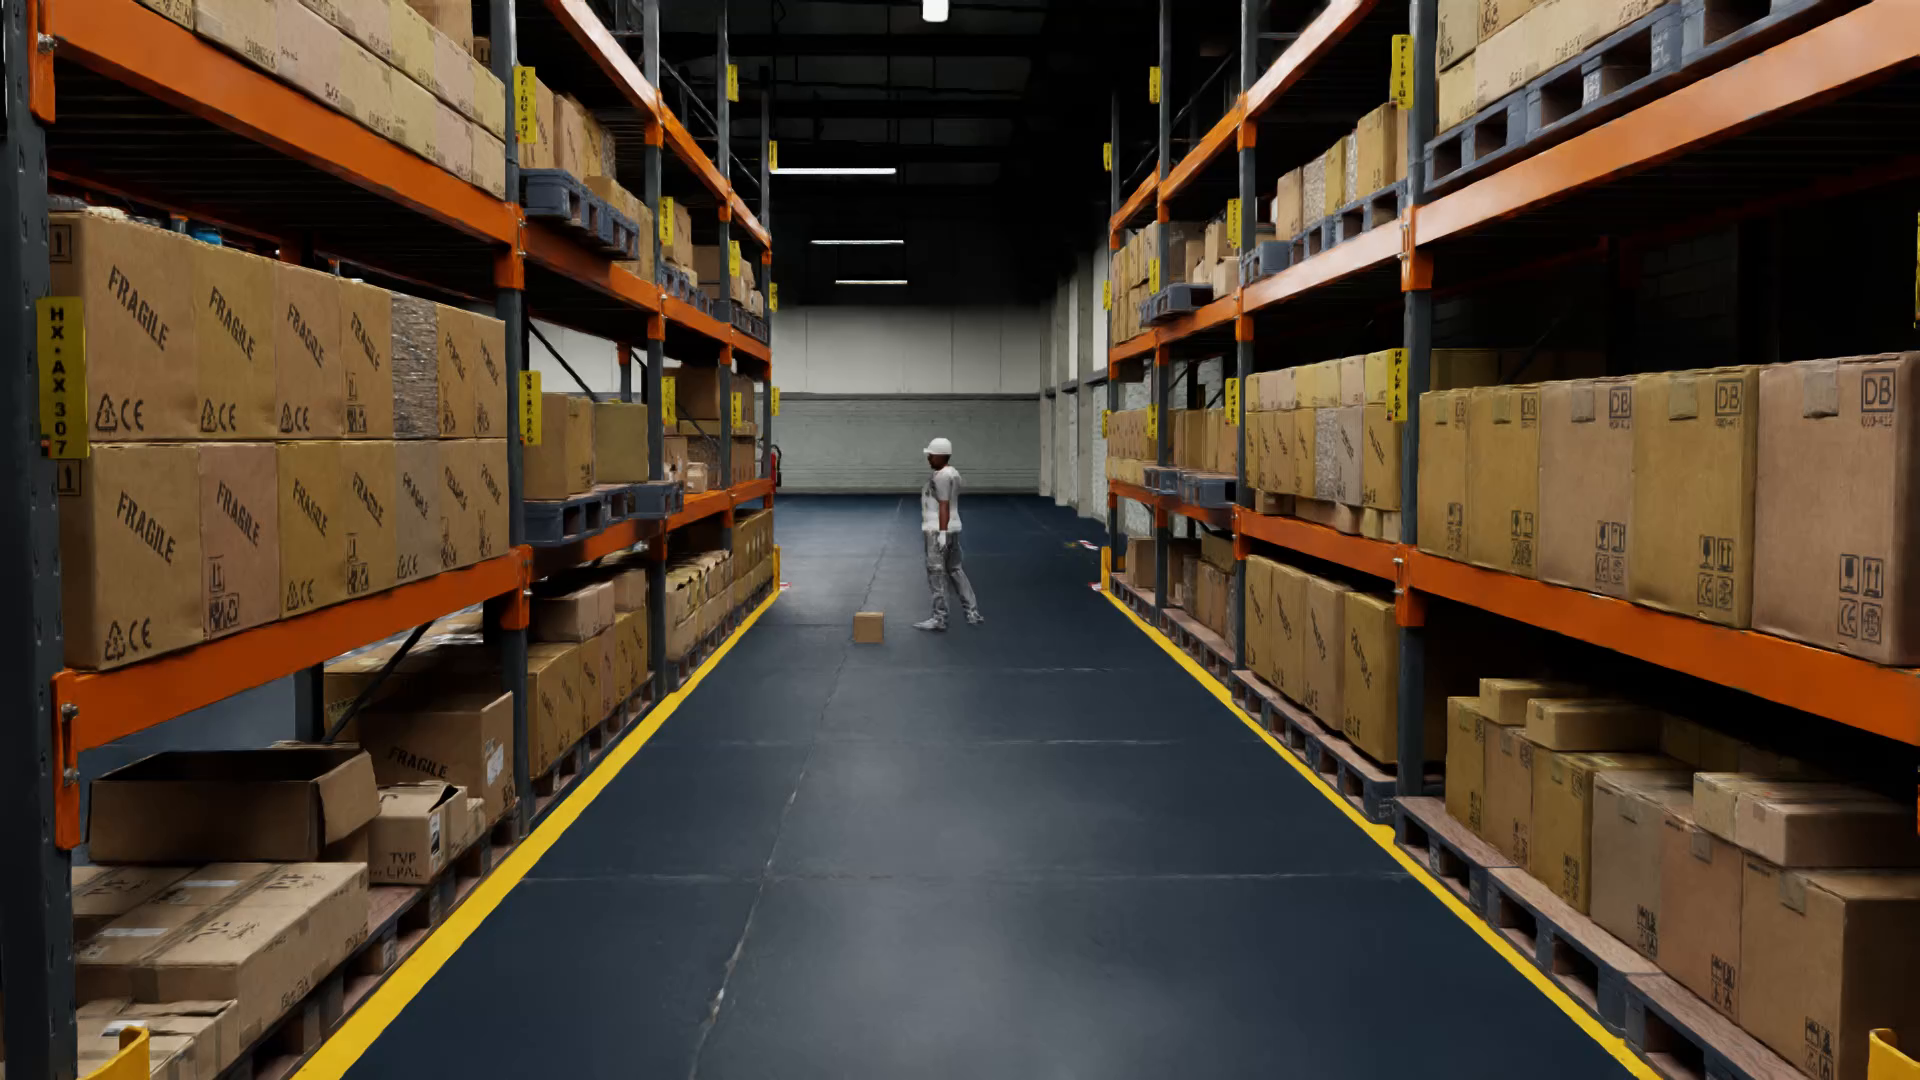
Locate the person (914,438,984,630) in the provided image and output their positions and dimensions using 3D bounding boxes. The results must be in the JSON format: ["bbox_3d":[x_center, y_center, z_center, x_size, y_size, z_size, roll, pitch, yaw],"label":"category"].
[{"bbox_3d":[-0.094,-0.060,15.546,0.498,1.780,0.714,1,4,19],"label":"person"}]
